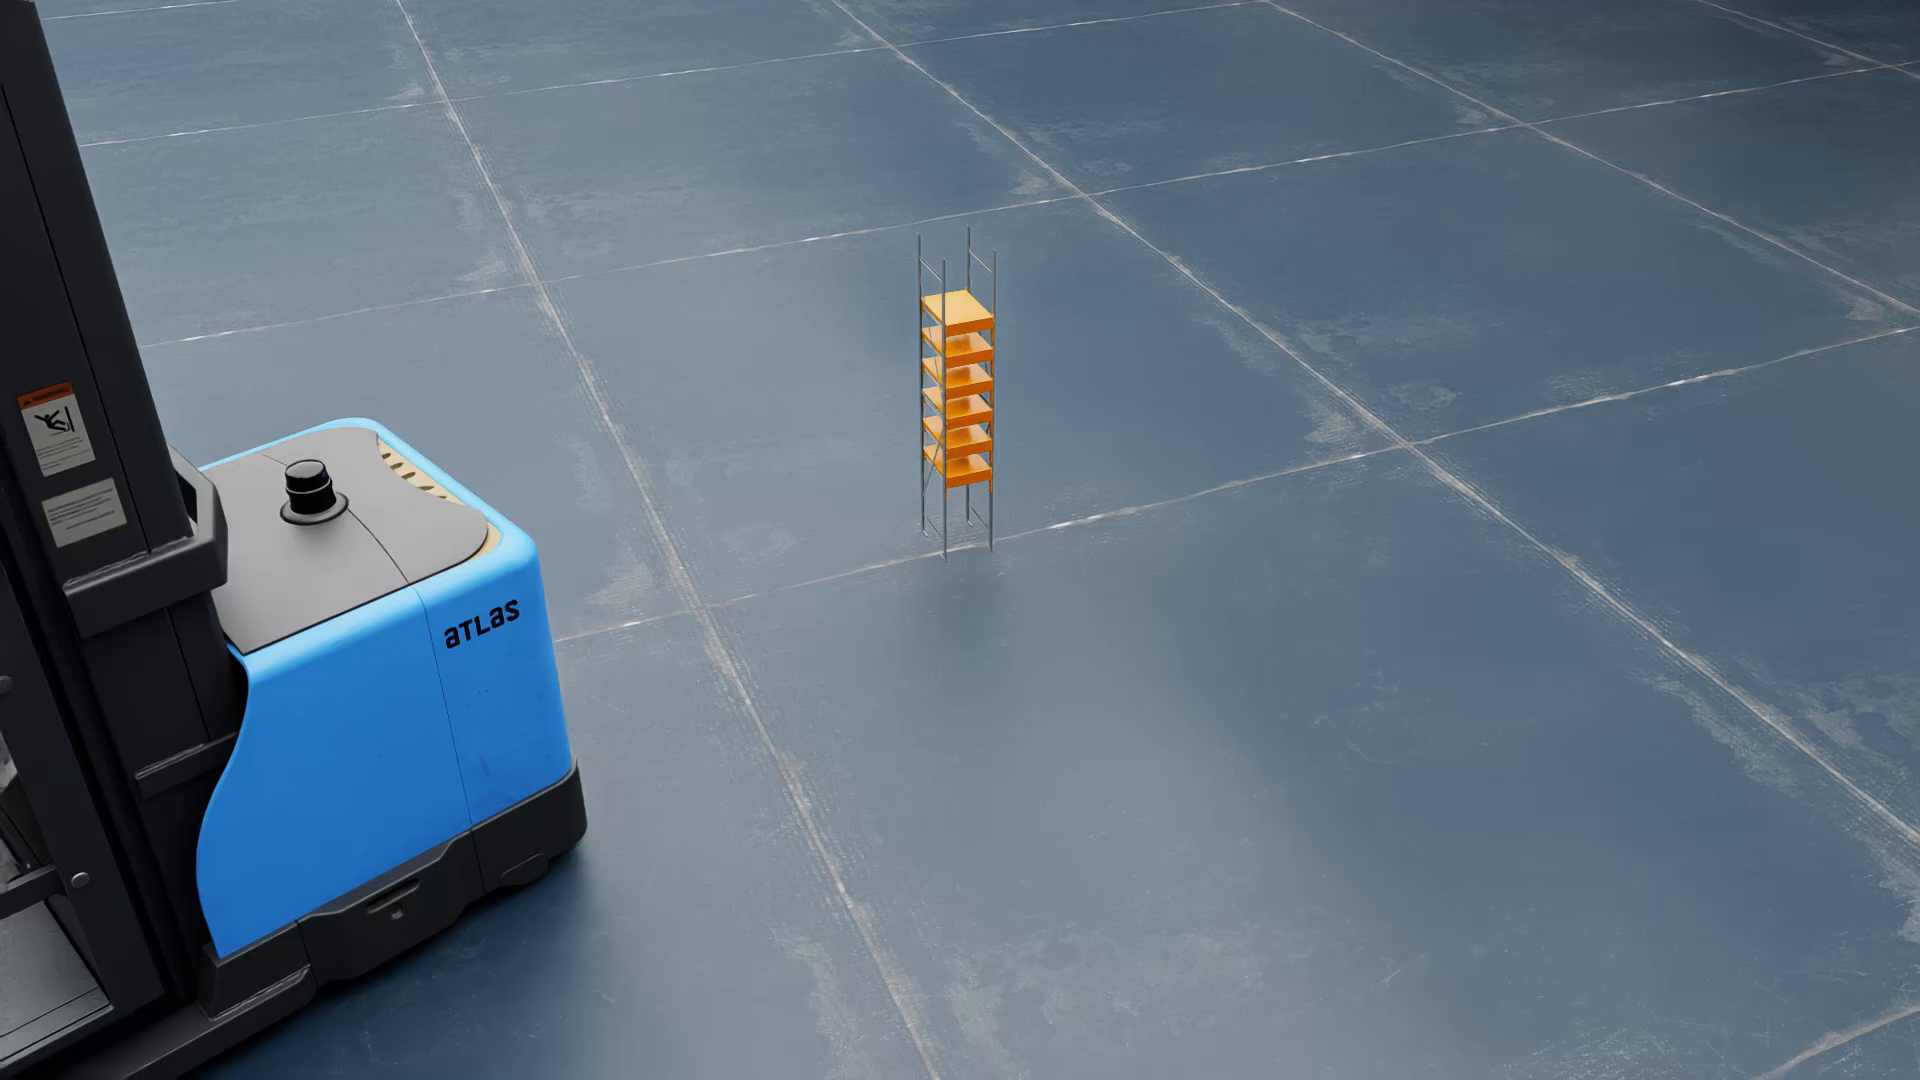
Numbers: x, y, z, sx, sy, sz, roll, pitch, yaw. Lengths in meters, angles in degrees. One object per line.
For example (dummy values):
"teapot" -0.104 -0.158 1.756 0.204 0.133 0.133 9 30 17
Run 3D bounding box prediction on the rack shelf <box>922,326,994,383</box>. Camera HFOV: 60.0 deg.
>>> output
"rack shelf" -0.013 -0.664 5.811 0.180 0.103 0.258 -13 35 -19

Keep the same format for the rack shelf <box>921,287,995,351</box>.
"rack shelf" -0.013 -0.764 5.746 0.180 0.103 0.258 -13 35 -19

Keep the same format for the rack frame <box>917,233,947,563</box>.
"rack frame" -0.098 -0.481 5.888 0.006 1.200 0.240 -13 35 -19

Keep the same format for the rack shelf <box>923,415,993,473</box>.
"rack shelf" -0.013 -0.362 6.008 0.180 0.103 0.258 -13 35 -19

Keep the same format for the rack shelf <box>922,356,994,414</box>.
"rack shelf" -0.013 -0.563 5.877 0.180 0.103 0.258 -13 35 -19

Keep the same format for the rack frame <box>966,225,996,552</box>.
"rack frame" 0.071 -0.519 5.948 0.006 1.200 0.240 -13 35 -19

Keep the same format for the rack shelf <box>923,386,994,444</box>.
"rack shelf" -0.013 -0.463 5.942 0.180 0.103 0.258 -13 35 -19

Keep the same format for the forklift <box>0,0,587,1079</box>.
"forklift" -2.501 0.032 3.514 3.031 2.935 1.130 -27 42 -35

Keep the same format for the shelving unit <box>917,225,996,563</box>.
"shelving unit" -0.013 -0.500 5.918 0.189 1.200 0.258 -13 35 -19

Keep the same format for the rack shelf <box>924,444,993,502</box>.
"rack shelf" -0.013 -0.261 6.073 0.180 0.103 0.258 -13 35 -19
